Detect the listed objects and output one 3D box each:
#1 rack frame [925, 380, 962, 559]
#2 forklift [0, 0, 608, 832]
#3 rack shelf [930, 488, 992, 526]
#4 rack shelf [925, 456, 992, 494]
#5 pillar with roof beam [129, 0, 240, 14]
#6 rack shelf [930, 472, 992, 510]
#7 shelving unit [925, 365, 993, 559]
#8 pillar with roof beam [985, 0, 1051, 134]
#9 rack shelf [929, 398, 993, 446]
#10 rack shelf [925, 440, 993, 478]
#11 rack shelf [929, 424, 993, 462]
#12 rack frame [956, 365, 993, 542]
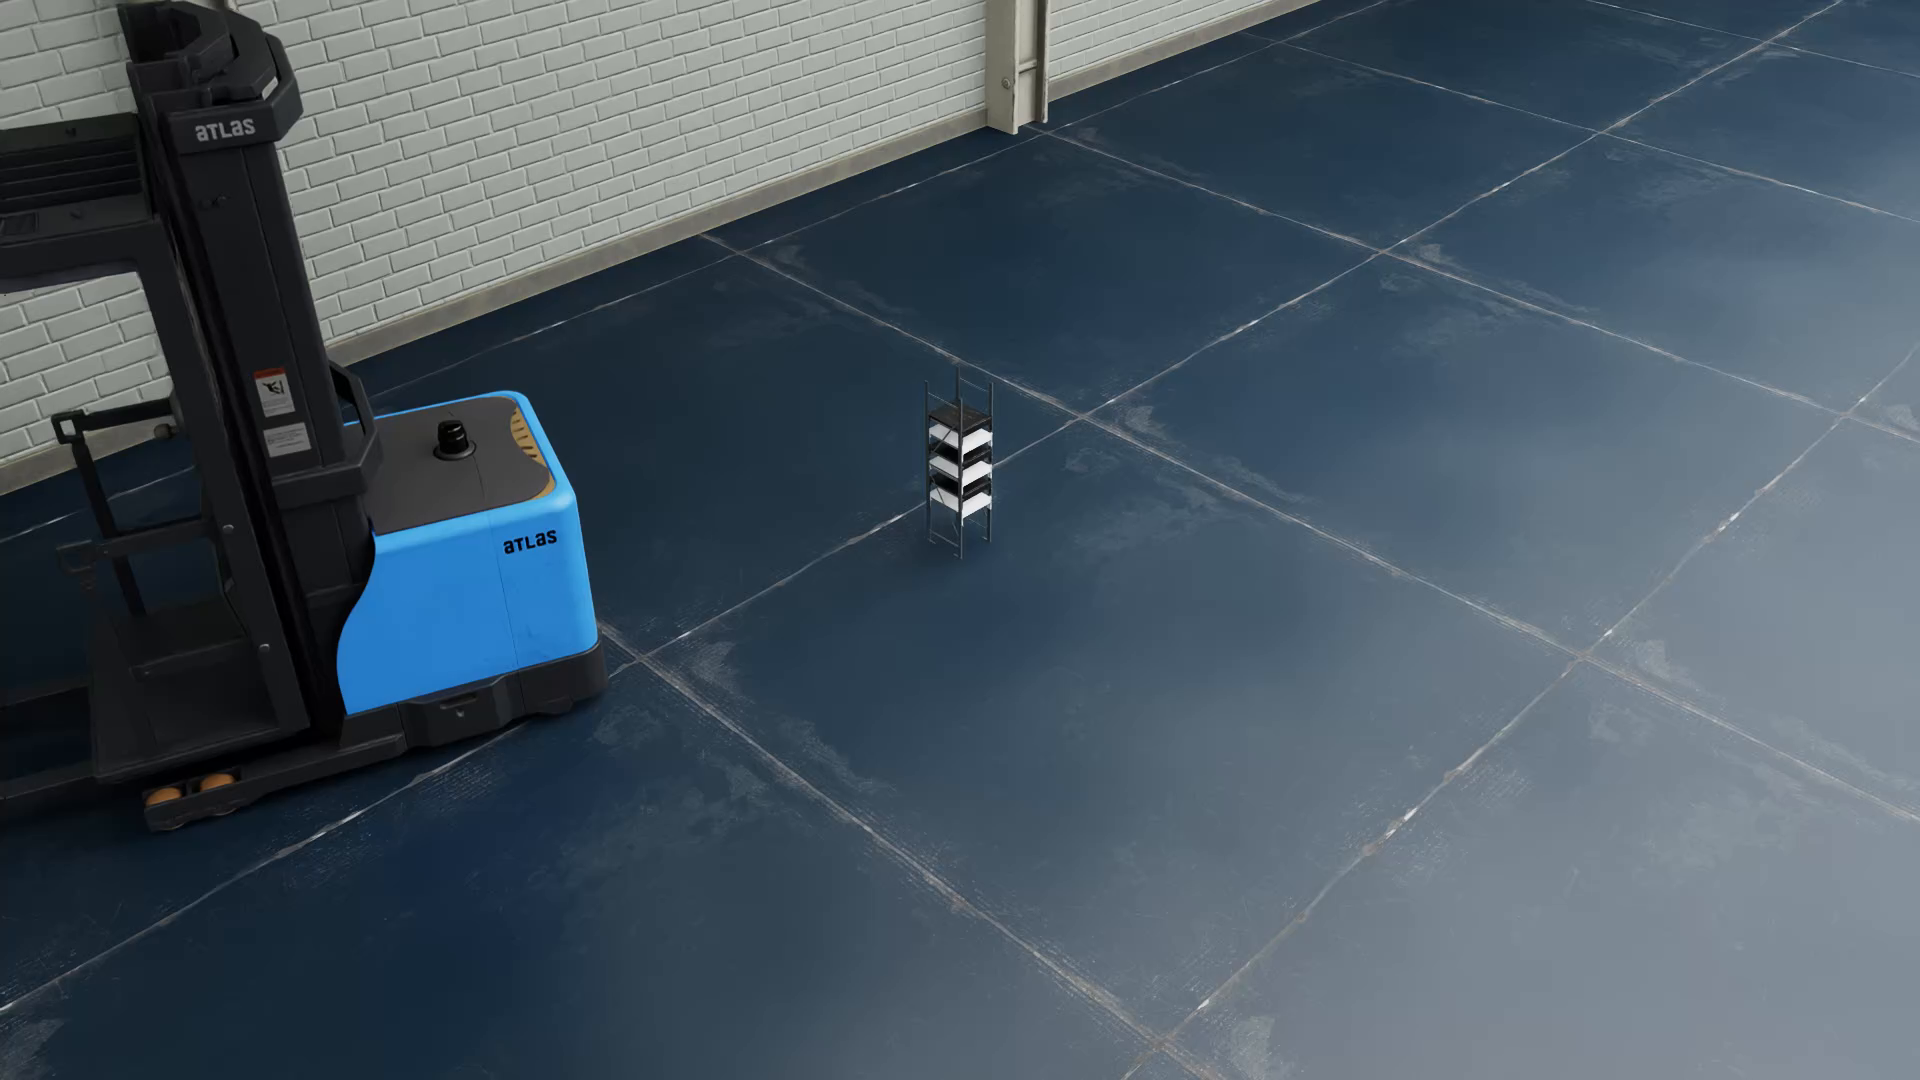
[{"bbox_3d":[-0.077,-0.325,7.929,0.240,0.900,0.006,30,45,35],"label":"rack frame"},{"bbox_3d":[-3.092,-0.397,6.257,3.031,2.935,1.130,-15,38,-20],"label":"forklift"},{"bbox_3d":[-0.006,-0.191,8.110,0.258,0.077,0.200,30,45,35],"label":"rack shelf"},{"bbox_3d":[-0.006,-0.338,8.007,0.258,0.077,0.200,30,45,35],"label":"rack shelf"},{"bbox_3d":[-0.738,-2.754,4.333,9.100,9.000,0.400,30,45,35],"label":"pillar with roof beam"},{"bbox_3d":[-0.006,-0.265,8.058,0.258,0.077,0.200,30,45,35],"label":"rack shelf"},{"bbox_3d":[-0.006,-0.366,7.988,0.258,0.900,0.210,30,45,35],"label":"shelving unit"},{"bbox_3d":[3.490,-5.190,7.825,9.100,9.000,0.400,30,45,35],"label":"pillar with roof beam"},{"bbox_3d":[-0.006,-0.560,7.852,0.258,0.077,0.200,30,45,35],"label":"rack shelf"},{"bbox_3d":[-0.006,-0.412,7.955,0.258,0.077,0.200,30,45,35],"label":"rack shelf"},{"bbox_3d":[-0.006,-0.486,7.904,0.258,0.077,0.200,30,45,35],"label":"rack shelf"},{"bbox_3d":[0.066,-0.407,8.047,0.240,0.900,0.006,30,45,35],"label":"rack frame"}]
